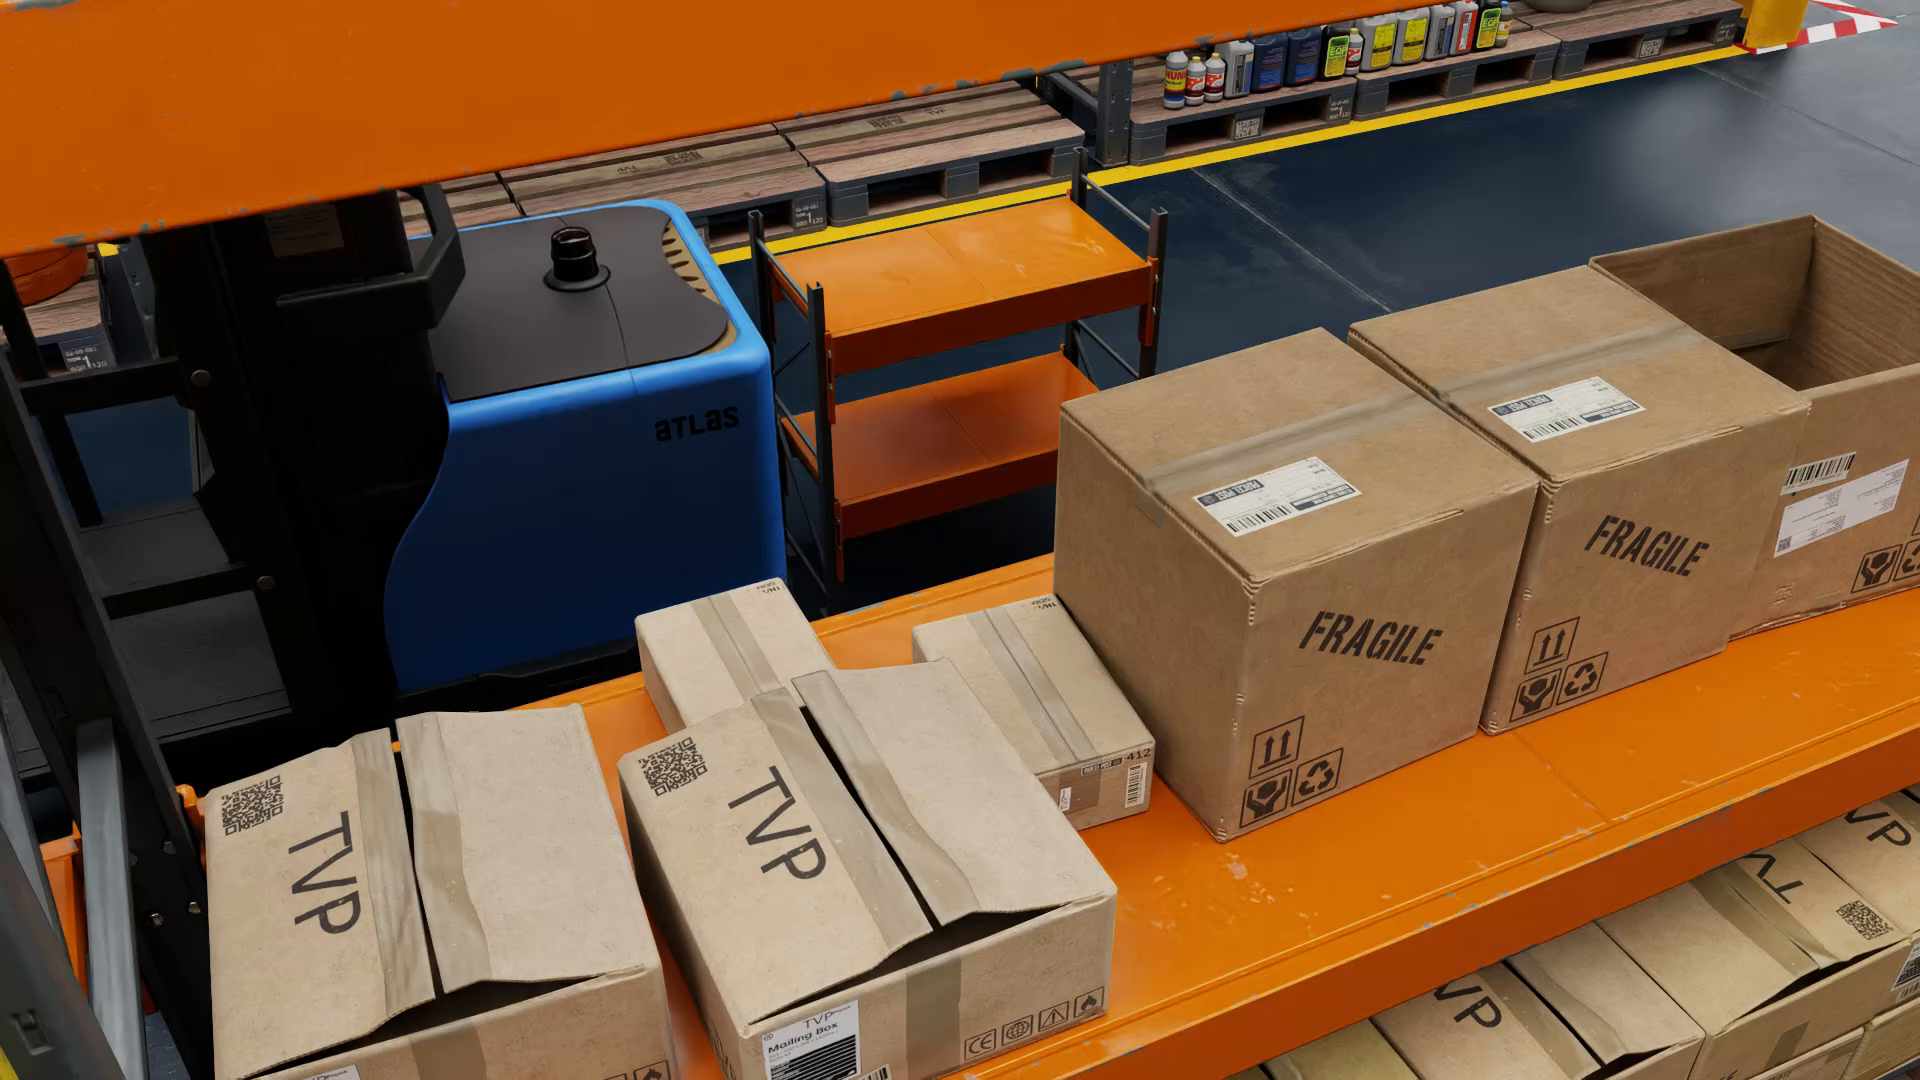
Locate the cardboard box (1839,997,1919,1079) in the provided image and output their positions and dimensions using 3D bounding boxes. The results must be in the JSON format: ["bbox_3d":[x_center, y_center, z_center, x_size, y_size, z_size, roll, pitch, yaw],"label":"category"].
[{"bbox_3d":[1.884,0.837,3.559,0.500,0.250,0.500,-16,40,-21],"label":"cardboard box"}]

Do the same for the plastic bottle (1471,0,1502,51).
[{"bbox_3d":[2.540,-2.517,8.036,0.133,0.283,0.061,-15,39,-19],"label":"plastic bottle"}]

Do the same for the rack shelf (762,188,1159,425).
[{"bbox_3d":[-0.006,-0.685,4.738,1.000,0.278,0.538,-16,39,-20],"label":"rack shelf"}]

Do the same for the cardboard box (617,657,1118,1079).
[{"bbox_3d":[-0.134,0.439,2.215,0.500,0.311,0.500,-16,39,-20],"label":"cardboard box"}]

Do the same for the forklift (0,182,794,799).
[{"bbox_3d":[-2.028,-0.722,3.763,3.031,2.935,1.130,-14,39,-18],"label":"forklift"}]

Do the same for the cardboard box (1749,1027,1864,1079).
[{"bbox_3d":[1.421,0.967,3.385,0.500,0.250,0.500,-15,39,-19],"label":"cardboard box"}]

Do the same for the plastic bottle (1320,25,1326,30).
[{"bbox_3d":[1.689,-2.326,7.789,0.097,0.271,0.097,0,37,0],"label":"plastic bottle"}]

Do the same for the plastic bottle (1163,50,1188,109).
[{"bbox_3d":[0.968,-2.085,7.464,0.097,0.271,0.097,0,37,0],"label":"plastic bottle"}]

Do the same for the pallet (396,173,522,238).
[{"bbox_3d":[-2.409,-1.202,6.694,1.213,0.211,1.003,-16,39,-20],"label":"pallet"}]

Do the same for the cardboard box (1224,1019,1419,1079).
[{"bbox_3d":[0.507,0.996,2.874,0.500,0.311,0.500,-17,40,-21],"label":"cardboard box"}]

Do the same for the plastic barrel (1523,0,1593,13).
[{"bbox_3d":[3.098,-3.007,8.522,0.421,0.512,0.421,0,37,0],"label":"plastic barrel"}]

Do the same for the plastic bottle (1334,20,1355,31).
[{"bbox_3d":[1.871,-2.452,7.955,0.135,0.276,0.152,-16,39,-20],"label":"plastic bottle"}]

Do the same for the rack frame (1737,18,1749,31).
[{"bbox_3d":[4.115,-4.172,8.357,0.127,3.000,1.000,-16,39,-20],"label":"rack frame"}]

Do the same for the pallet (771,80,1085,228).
[{"bbox_3d":[-0.201,-1.820,7.526,1.213,0.211,1.003,-16,39,-20],"label":"pallet"}]

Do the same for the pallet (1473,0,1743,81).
[{"bbox_3d":[3.328,-2.805,8.854,1.213,0.211,1.003,-16,39,-20],"label":"pallet"}]

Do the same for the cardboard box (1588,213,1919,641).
[{"bbox_3d":[1.416,-0.209,2.929,0.500,0.500,0.500,-13,38,-17],"label":"cardboard box"}]

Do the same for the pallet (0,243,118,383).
[{"bbox_3d":[-3.823,-0.805,6.158,1.213,0.211,1.003,-16,39,-20],"label":"pallet"}]

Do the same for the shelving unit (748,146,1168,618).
[{"bbox_3d":[-0.006,-0.450,4.913,1.048,1.125,0.538,-16,39,-20],"label":"shelving unit"}]

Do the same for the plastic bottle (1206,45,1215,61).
[{"bbox_3d":[1.204,-2.243,7.667,0.133,0.283,0.061,-16,39,-20],"label":"plastic bottle"}]

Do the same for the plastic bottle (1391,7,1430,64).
[{"bbox_3d":[2.125,-2.455,7.897,0.185,0.351,0.144,-14,39,-18],"label":"plastic bottle"}]

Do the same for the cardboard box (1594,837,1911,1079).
[{"bbox_3d":[1.429,0.740,3.219,0.500,0.311,0.500,-16,39,-20],"label":"cardboard box"}]

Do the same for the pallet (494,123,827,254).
[{"bbox_3d":[-1.307,-1.509,7.107,1.213,0.211,1.003,-16,39,-20],"label":"pallet"}]

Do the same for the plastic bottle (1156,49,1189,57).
[{"bbox_3d":[1.016,-2.513,7.974,0.185,0.351,0.144,-16,39,-20],"label":"plastic bottle"}]

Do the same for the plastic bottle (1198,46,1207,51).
[{"bbox_3d":[1.214,-2.536,8.068,0.135,0.276,0.152,-16,39,-20],"label":"plastic bottle"}]

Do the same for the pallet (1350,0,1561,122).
[{"bbox_3d":[2.225,-2.498,8.441,1.213,0.211,1.003,-16,39,-20],"label":"pallet"}]

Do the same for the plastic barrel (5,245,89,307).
[{"bbox_3d":[-3.563,-1.311,5.969,0.708,0.830,0.600,-16,39,-20],"label":"plastic barrel"}]

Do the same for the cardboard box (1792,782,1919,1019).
[{"bbox_3d":[1.882,0.615,3.387,0.500,0.311,0.500,-15,39,-19],"label":"cardboard box"}]

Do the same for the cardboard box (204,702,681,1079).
[{"bbox_3d":[-0.678,0.492,2.143,0.500,0.311,0.500,-13,39,-17],"label":"cardboard box"}]

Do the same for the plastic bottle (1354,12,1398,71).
[{"bbox_3d":[1.956,-2.408,7.833,0.185,0.351,0.144,-16,39,-20],"label":"plastic bottle"}]

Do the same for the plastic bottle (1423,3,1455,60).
[{"bbox_3d":[2.273,-2.469,7.978,0.135,0.276,0.152,-17,40,-21],"label":"plastic bottle"}]

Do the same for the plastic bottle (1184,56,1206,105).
[{"bbox_3d":[1.060,-2.082,7.519,0.097,0.201,0.097,0,37,0],"label":"plastic bottle"}]

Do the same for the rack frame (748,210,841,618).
[{"bbox_3d":[-0.466,-0.321,4.739,0.032,1.125,0.500,-16,39,-20],"label":"rack frame"}]

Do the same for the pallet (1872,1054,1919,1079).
[{"bbox_3d":[1.945,0.840,3.940,1.213,0.211,1.003,-16,39,-20],"label":"pallet"}]

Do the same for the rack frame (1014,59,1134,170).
[{"bbox_3d":[0.494,-3.159,6.992,0.127,3.000,1.000,-16,39,-20],"label":"rack frame"}]

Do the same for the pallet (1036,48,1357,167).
[{"bbox_3d":[1.119,-2.187,8.021,1.213,0.211,1.003,-16,39,-20],"label":"pallet"}]

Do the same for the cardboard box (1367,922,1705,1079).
[{"bbox_3d":[0.973,0.866,3.050,0.500,0.311,0.500,-16,39,-21],"label":"cardboard box"}]

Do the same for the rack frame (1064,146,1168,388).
[{"bbox_3d":[0.454,-0.579,5.086,0.032,1.125,0.500,-16,39,-20],"label":"rack frame"}]

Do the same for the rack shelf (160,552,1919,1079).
[{"bbox_3d":[0.784,0.308,2.921,4.000,0.370,1.077,-16,39,-20],"label":"rack shelf"}]

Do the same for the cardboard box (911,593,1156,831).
[{"bbox_3d":[0.104,0.273,2.575,0.250,0.149,0.380,-13,38,-17],"label":"cardboard box"}]

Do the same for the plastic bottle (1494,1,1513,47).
[{"bbox_3d":[2.638,-2.523,8.114,0.097,0.201,0.097,0,37,0],"label":"plastic bottle"}]

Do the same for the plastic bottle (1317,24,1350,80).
[{"bbox_3d":[1.739,-2.293,7.734,0.133,0.283,0.061,-14,39,-18],"label":"plastic bottle"}]

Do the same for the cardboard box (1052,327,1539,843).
[{"bbox_3d":[0.486,0.052,2.579,0.500,0.500,0.500,-18,40,-22],"label":"cardboard box"}]

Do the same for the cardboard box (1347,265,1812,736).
[{"bbox_3d":[0.963,-0.082,2.758,0.500,0.500,0.500,-16,39,-20],"label":"cardboard box"}]

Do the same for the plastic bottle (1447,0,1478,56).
[{"bbox_3d":[2.399,-2.504,8.026,0.135,0.276,0.152,-15,39,-20],"label":"plastic bottle"}]

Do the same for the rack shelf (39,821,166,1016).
[{"bbox_3d":[-2.837,1.320,1.556,4.000,0.370,1.077,-16,39,-20],"label":"rack shelf"}]

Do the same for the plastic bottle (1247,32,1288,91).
[{"bbox_3d":[1.401,-2.253,7.624,0.185,0.351,0.144,-15,39,-19],"label":"plastic bottle"}]

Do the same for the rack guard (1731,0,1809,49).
[{"bbox_3d":[4.066,-3.123,9.041,0.348,0.500,1.175,-16,39,-20],"label":"rack guard"}]

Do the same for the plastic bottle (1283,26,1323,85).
[{"bbox_3d":[1.572,-2.301,7.688,0.185,0.351,0.144,-17,40,-22],"label":"plastic bottle"}]

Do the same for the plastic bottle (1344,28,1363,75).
[{"bbox_3d":[1.838,-2.300,7.812,0.097,0.201,0.097,0,37,0],"label":"plastic bottle"}]

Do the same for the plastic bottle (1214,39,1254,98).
[{"bbox_3d":[1.249,-2.183,7.592,0.135,0.276,0.152,-14,39,-18],"label":"plastic bottle"}]

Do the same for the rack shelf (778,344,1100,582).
[{"bbox_3d":[-0.006,-0.254,5.058,1.000,0.278,0.538,-16,39,-20],"label":"rack shelf"}]

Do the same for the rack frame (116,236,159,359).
[{"bbox_3d":[-3.127,-2.147,5.627,0.127,3.000,1.000,-16,39,-20],"label":"rack frame"}]

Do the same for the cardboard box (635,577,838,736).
[{"bbox_3d":[-0.329,0.249,2.607,0.250,0.149,0.380,-16,39,-20],"label":"cardboard box"}]
